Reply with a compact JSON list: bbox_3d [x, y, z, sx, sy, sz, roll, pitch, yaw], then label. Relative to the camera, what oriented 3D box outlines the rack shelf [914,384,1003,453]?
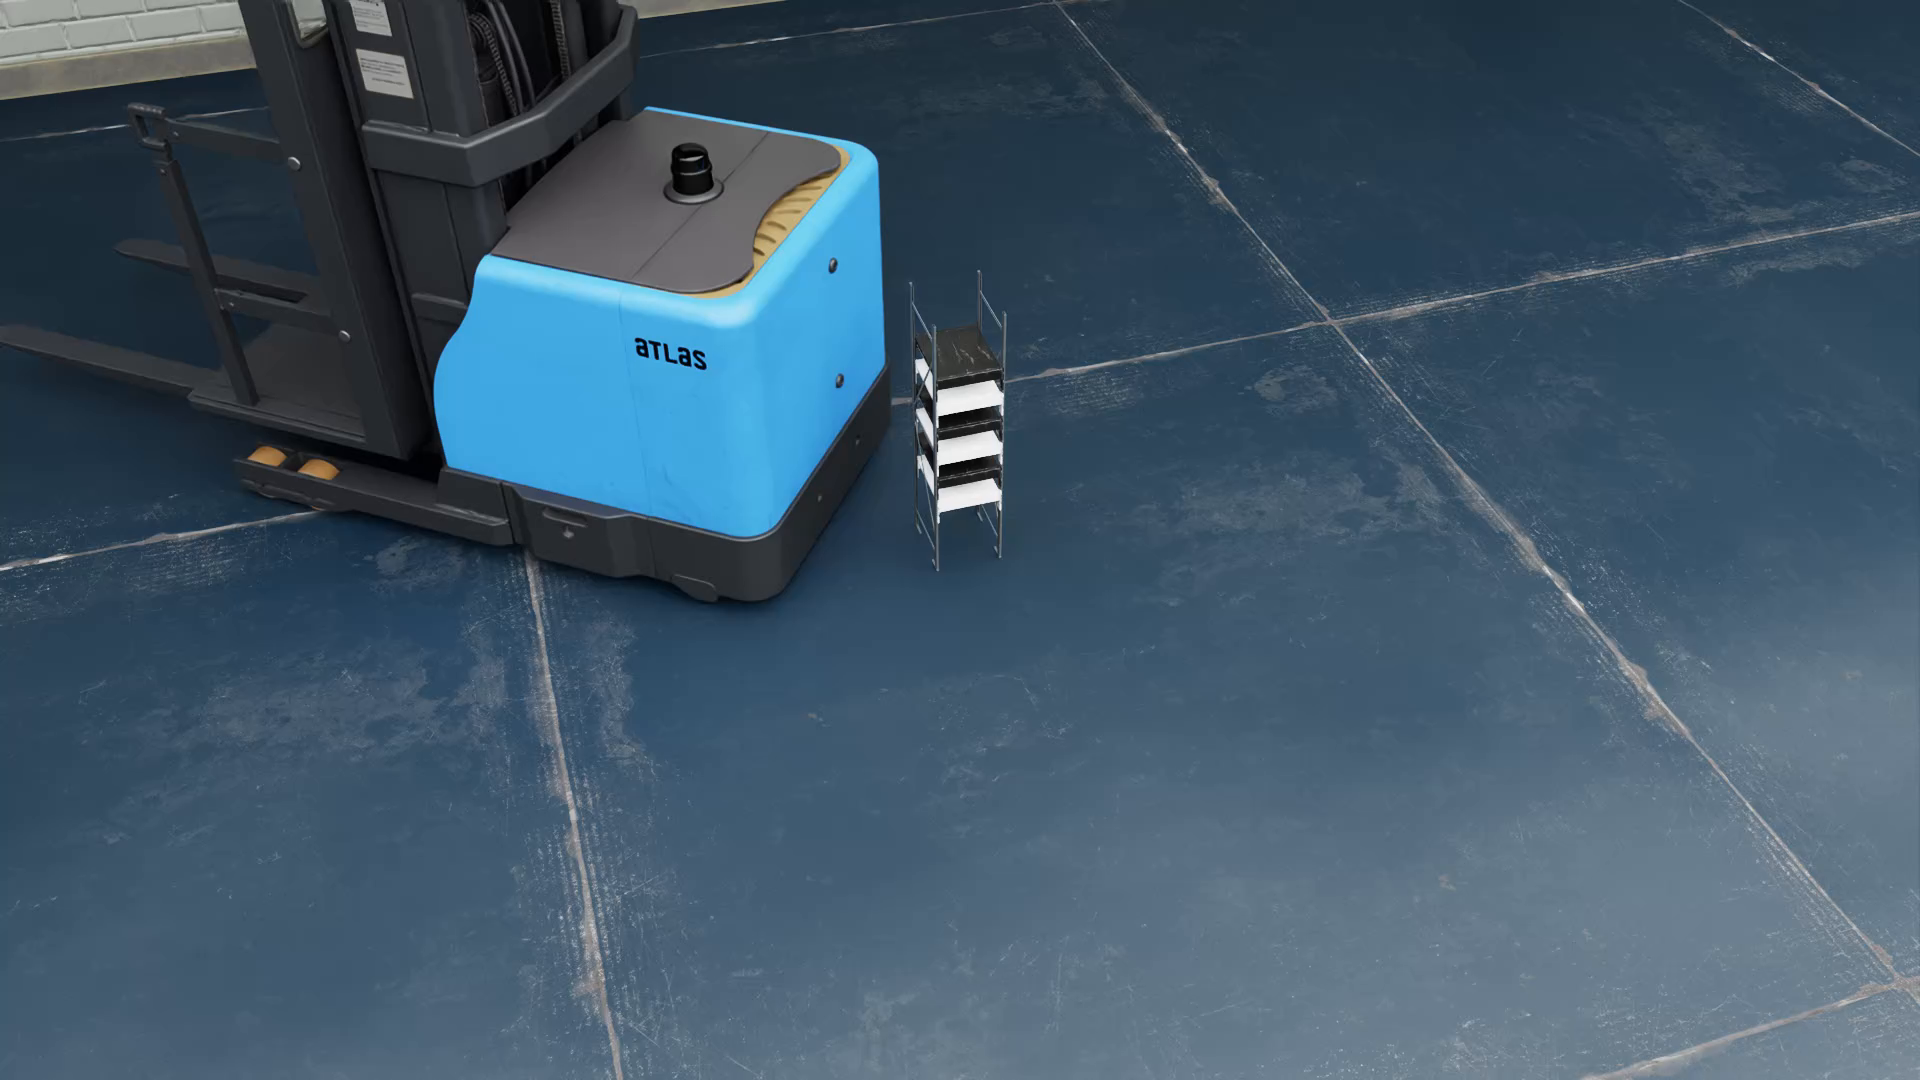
[{"bbox_3d":[-0.008,-0.380,4.915,0.200,0.077,0.258,-12,42,-13],"label":"rack shelf"}]

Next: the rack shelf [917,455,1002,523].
[{"bbox_3d":[-0.008,-0.177,5.092,0.200,0.077,0.258,-12,42,-13],"label":"rack shelf"}]

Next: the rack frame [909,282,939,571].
[{"bbox_3d":[-0.105,-0.317,4.929,0.006,0.900,0.240,-12,42,-13],"label":"rack frame"}]

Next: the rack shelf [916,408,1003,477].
[{"bbox_3d":[-0.008,-0.312,4.974,0.200,0.077,0.258,-12,42,-13],"label":"rack shelf"}]

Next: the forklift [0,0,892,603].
[{"bbox_3d":[-1.803,-1.509,4.750,3.031,2.935,1.130,13,43,15],"label":"forklift"}]

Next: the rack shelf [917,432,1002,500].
[{"bbox_3d":[-0.008,-0.244,5.033,0.200,0.077,0.258,-12,42,-13],"label":"rack shelf"}]

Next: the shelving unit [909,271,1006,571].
[{"bbox_3d":[-0.008,-0.337,4.952,0.210,0.900,0.258,-12,42,-13],"label":"shelving unit"}]

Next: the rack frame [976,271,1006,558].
[{"bbox_3d":[0.089,-0.357,4.975,0.006,0.900,0.240,-12,42,-13],"label":"rack frame"}]

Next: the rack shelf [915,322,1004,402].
[{"bbox_3d":[-0.008,-0.516,4.796,0.200,0.077,0.258,-12,42,-13],"label":"rack shelf"}]

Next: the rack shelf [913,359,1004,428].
[{"bbox_3d":[-0.008,-0.448,4.856,0.200,0.077,0.258,-12,42,-13],"label":"rack shelf"}]
